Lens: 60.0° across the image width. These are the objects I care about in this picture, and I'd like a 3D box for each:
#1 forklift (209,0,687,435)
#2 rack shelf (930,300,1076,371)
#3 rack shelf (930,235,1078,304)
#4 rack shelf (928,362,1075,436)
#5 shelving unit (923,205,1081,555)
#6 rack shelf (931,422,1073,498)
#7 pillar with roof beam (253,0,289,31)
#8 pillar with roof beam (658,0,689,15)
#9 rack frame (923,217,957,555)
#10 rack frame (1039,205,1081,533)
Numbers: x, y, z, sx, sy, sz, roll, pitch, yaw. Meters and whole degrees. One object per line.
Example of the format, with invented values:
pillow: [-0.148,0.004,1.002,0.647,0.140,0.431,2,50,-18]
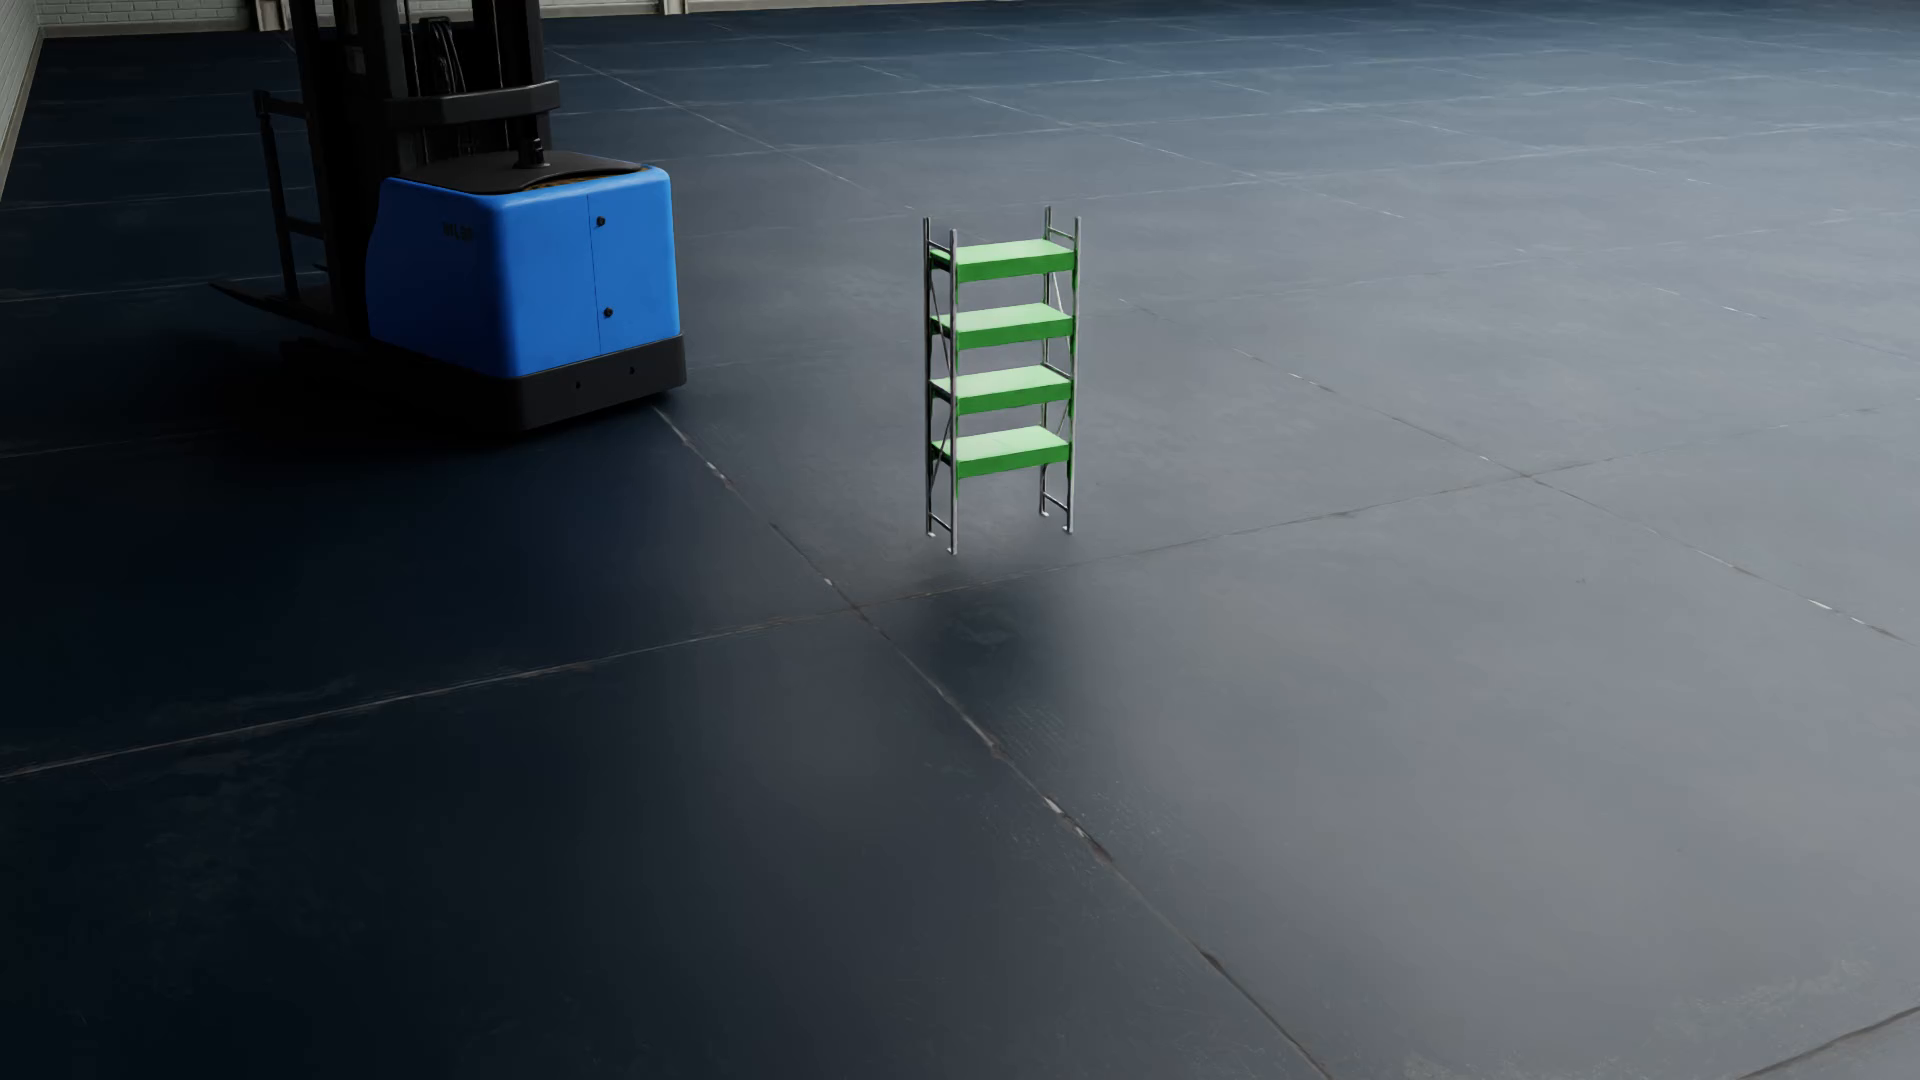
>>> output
forklift: [-2.735,-2.268,7.896,3.031,2.935,1.130,18,29,37]
rack shelf: [0.149,-0.745,6.019,0.480,0.148,0.258,-10,25,-24]
rack shelf: [0.149,-0.966,5.928,0.480,0.148,0.258,-10,25,-24]
rack shelf: [0.149,-0.523,6.111,0.480,0.148,0.258,-10,25,-24]
shelving unit: [0.149,-0.582,6.087,0.503,1.200,0.258,-10,25,-24]
rack shelf: [0.149,-0.301,6.203,0.480,0.148,0.258,-10,25,-24]
pillar with roof beam: [-8.111,-10.086,18.850,0.400,9.000,9.100,-10,25,-24]
pillar with roof beam: [-2.704,-11.081,21.254,0.400,9.000,9.100,-10,25,-24]
rack frame: [-0.071,-0.541,5.989,0.015,1.200,0.240,-10,25,-24]
rack frame: [0.369,-0.622,6.185,0.015,1.200,0.240,-10,25,-24]
